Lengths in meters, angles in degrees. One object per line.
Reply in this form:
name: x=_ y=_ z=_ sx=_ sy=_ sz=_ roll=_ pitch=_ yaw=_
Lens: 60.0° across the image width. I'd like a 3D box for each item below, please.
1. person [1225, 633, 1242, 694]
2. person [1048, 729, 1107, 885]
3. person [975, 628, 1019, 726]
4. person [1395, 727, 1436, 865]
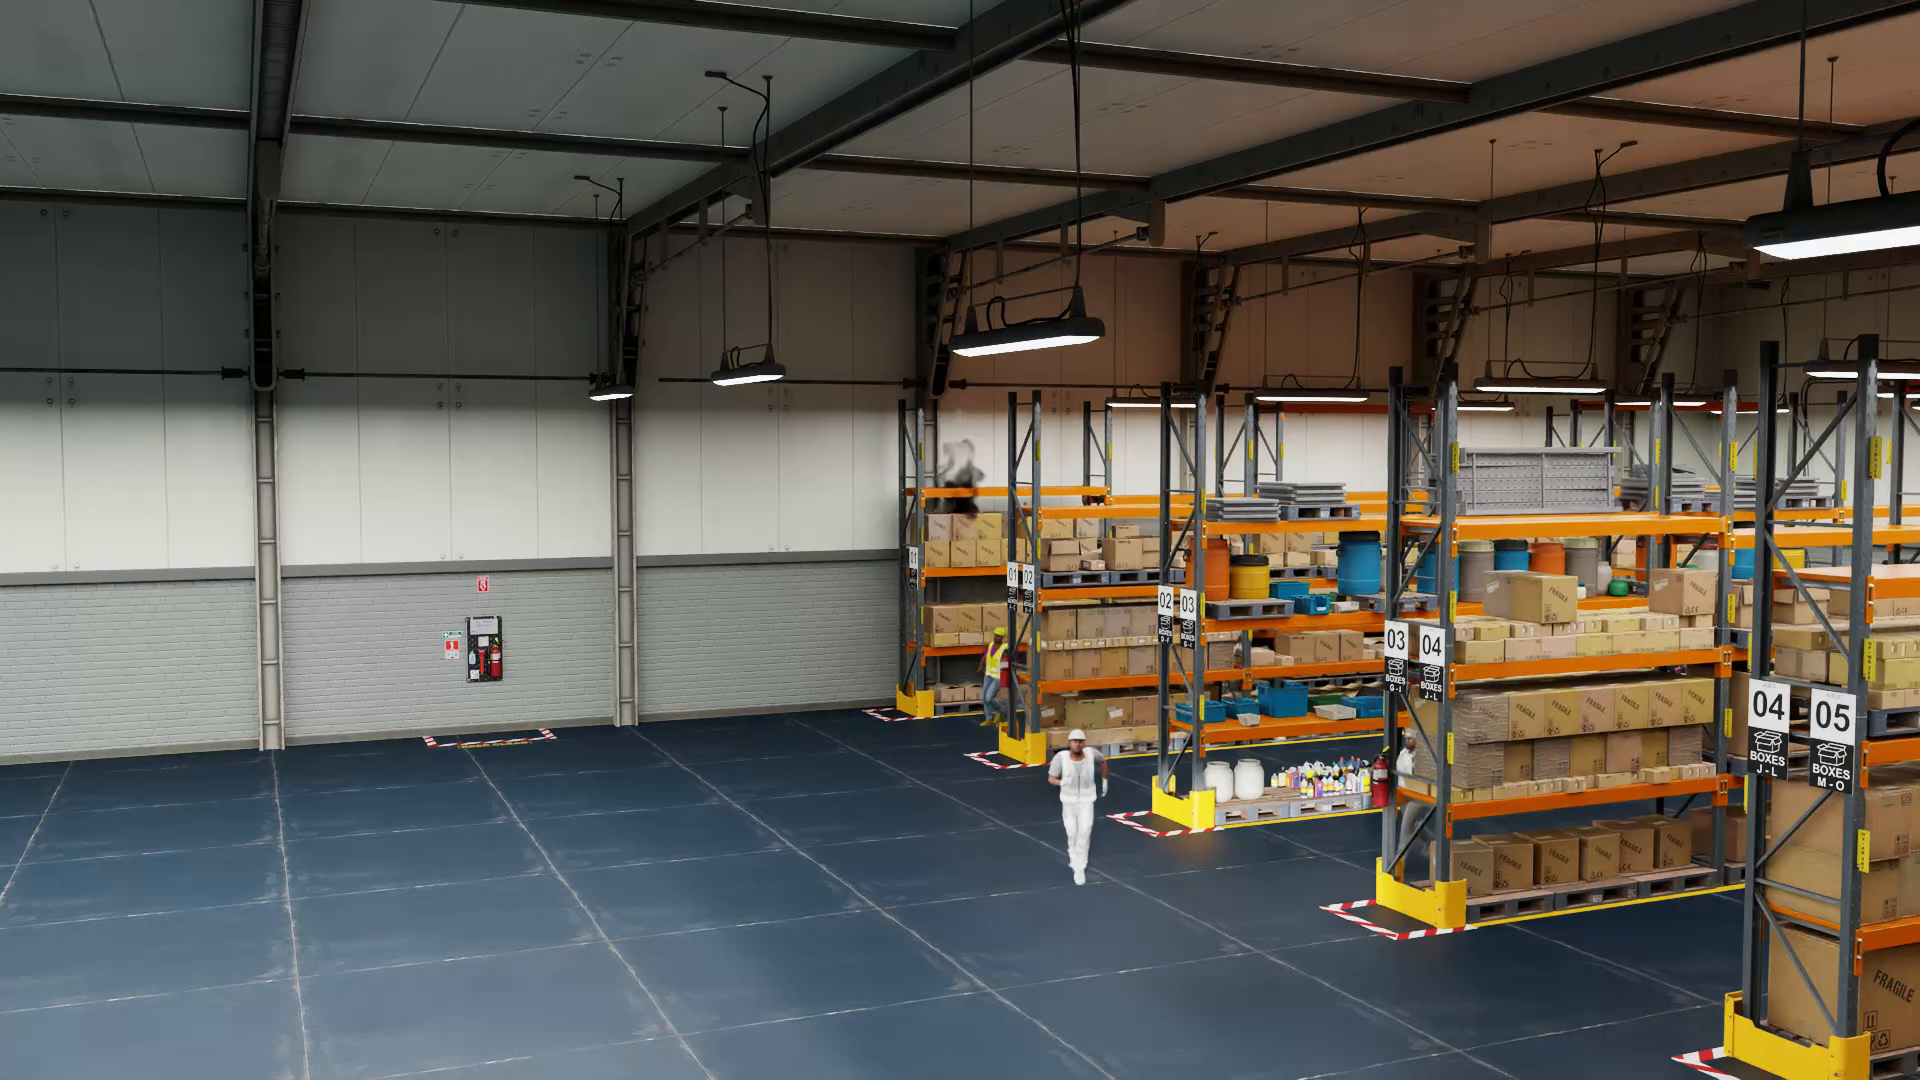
person: x=5.055 y=2.510 z=30.680 sx=0.873 sy=1.666 sz=0.606 roll=-2 pitch=4 yaw=-29
person: x=1.396 y=3.126 z=19.740 sx=0.711 sy=1.819 sz=0.868 roll=0 pitch=3 yaw=2
person: x=0.604 y=2.363 z=28.565 sx=0.761 sy=1.723 sz=0.502 roll=3 pitch=5 yaw=45
person: x=5.527 y=3.107 z=20.243 sx=0.906 sy=1.686 sz=0.609 roll=-2 pitch=4 yaw=-31
